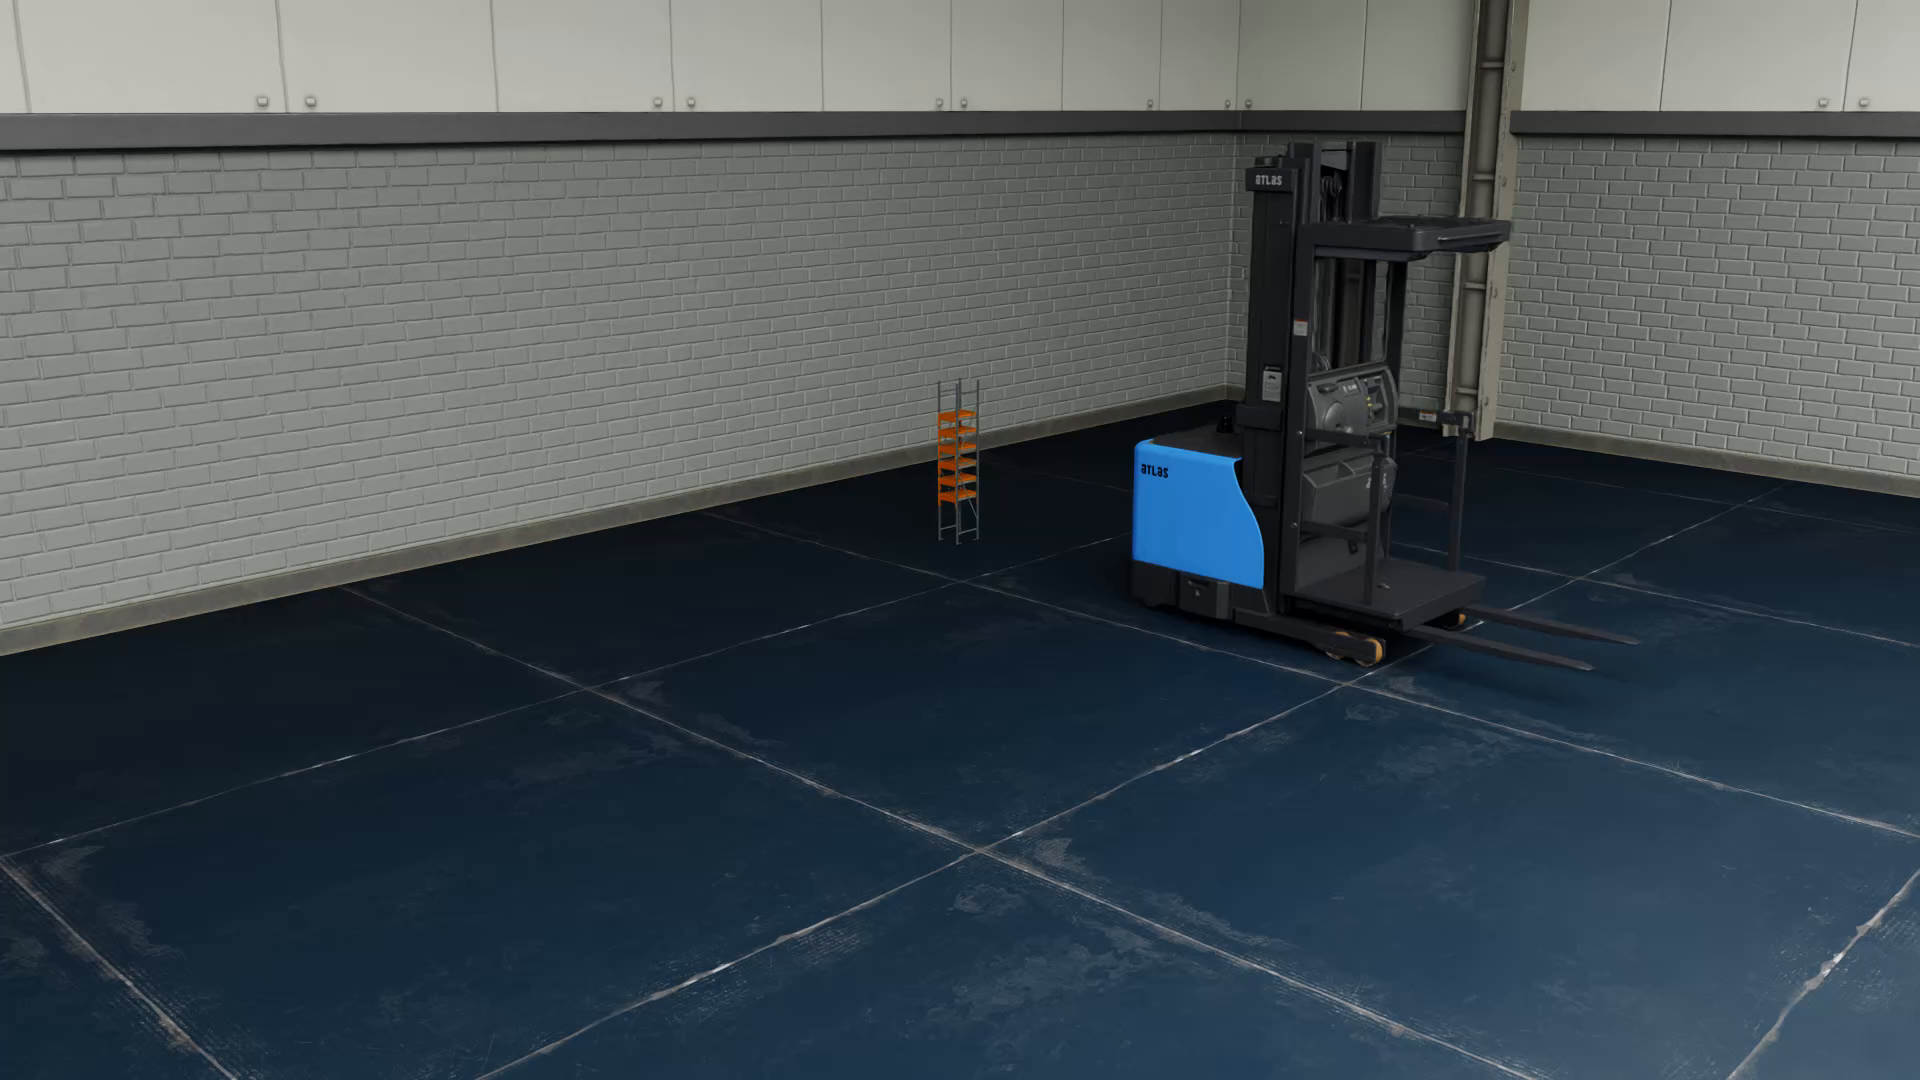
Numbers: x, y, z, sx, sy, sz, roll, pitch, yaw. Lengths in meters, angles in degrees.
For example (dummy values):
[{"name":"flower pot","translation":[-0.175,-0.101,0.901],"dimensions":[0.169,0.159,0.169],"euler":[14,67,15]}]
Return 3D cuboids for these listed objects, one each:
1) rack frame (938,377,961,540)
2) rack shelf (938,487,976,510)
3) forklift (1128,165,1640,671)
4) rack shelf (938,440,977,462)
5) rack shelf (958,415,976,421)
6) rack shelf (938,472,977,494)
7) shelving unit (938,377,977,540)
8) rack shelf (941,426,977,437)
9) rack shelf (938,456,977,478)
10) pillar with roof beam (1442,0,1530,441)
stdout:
[{"name":"rack frame","translation":[-0.076,-0.599,12.352],"dimensions":[0.006,1.200,0.240],"euler":[14,20,42]},{"name":"rack shelf","translation":[-0.010,-0.308,12.362],"dimensions":[0.180,0.103,0.258],"euler":[14,20,42]},{"name":"forklift","translation":[2.505,-0.769,9.835],"dimensions":[3.031,2.797,1.129],"euler":[14,20,42]},{"name":"rack shelf","translation":[-0.010,-0.656,12.271],"dimensions":[0.180,0.103,0.258],"euler":[14,20,42]},{"name":"rack shelf","translation":[-0.010,-0.908,12.206],"dimensions":[0.166,0.020,0.199],"euler":[14,20,42]},{"name":"rack shelf","translation":[-0.010,-0.424,12.332],"dimensions":[0.180,0.103,0.258],"euler":[14,20,42]},{"name":"shelving unit","translation":[-0.012,-0.584,12.292],"dimensions":[0.184,1.200,0.258],"euler":[14,20,42]},{"name":"rack shelf","translation":[-0.010,-0.799,12.234],"dimensions":[0.171,0.034,0.221],"euler":[14,20,42]},{"name":"rack shelf","translation":[-0.010,-0.540,12.302],"dimensions":[0.180,0.103,0.258],"euler":[14,20,42]},{"name":"pillar with roof beam","translation":[2.004,-4.593,12.211],"dimensions":[0.400,9.000,9.100],"euler":[14,20,42]}]
